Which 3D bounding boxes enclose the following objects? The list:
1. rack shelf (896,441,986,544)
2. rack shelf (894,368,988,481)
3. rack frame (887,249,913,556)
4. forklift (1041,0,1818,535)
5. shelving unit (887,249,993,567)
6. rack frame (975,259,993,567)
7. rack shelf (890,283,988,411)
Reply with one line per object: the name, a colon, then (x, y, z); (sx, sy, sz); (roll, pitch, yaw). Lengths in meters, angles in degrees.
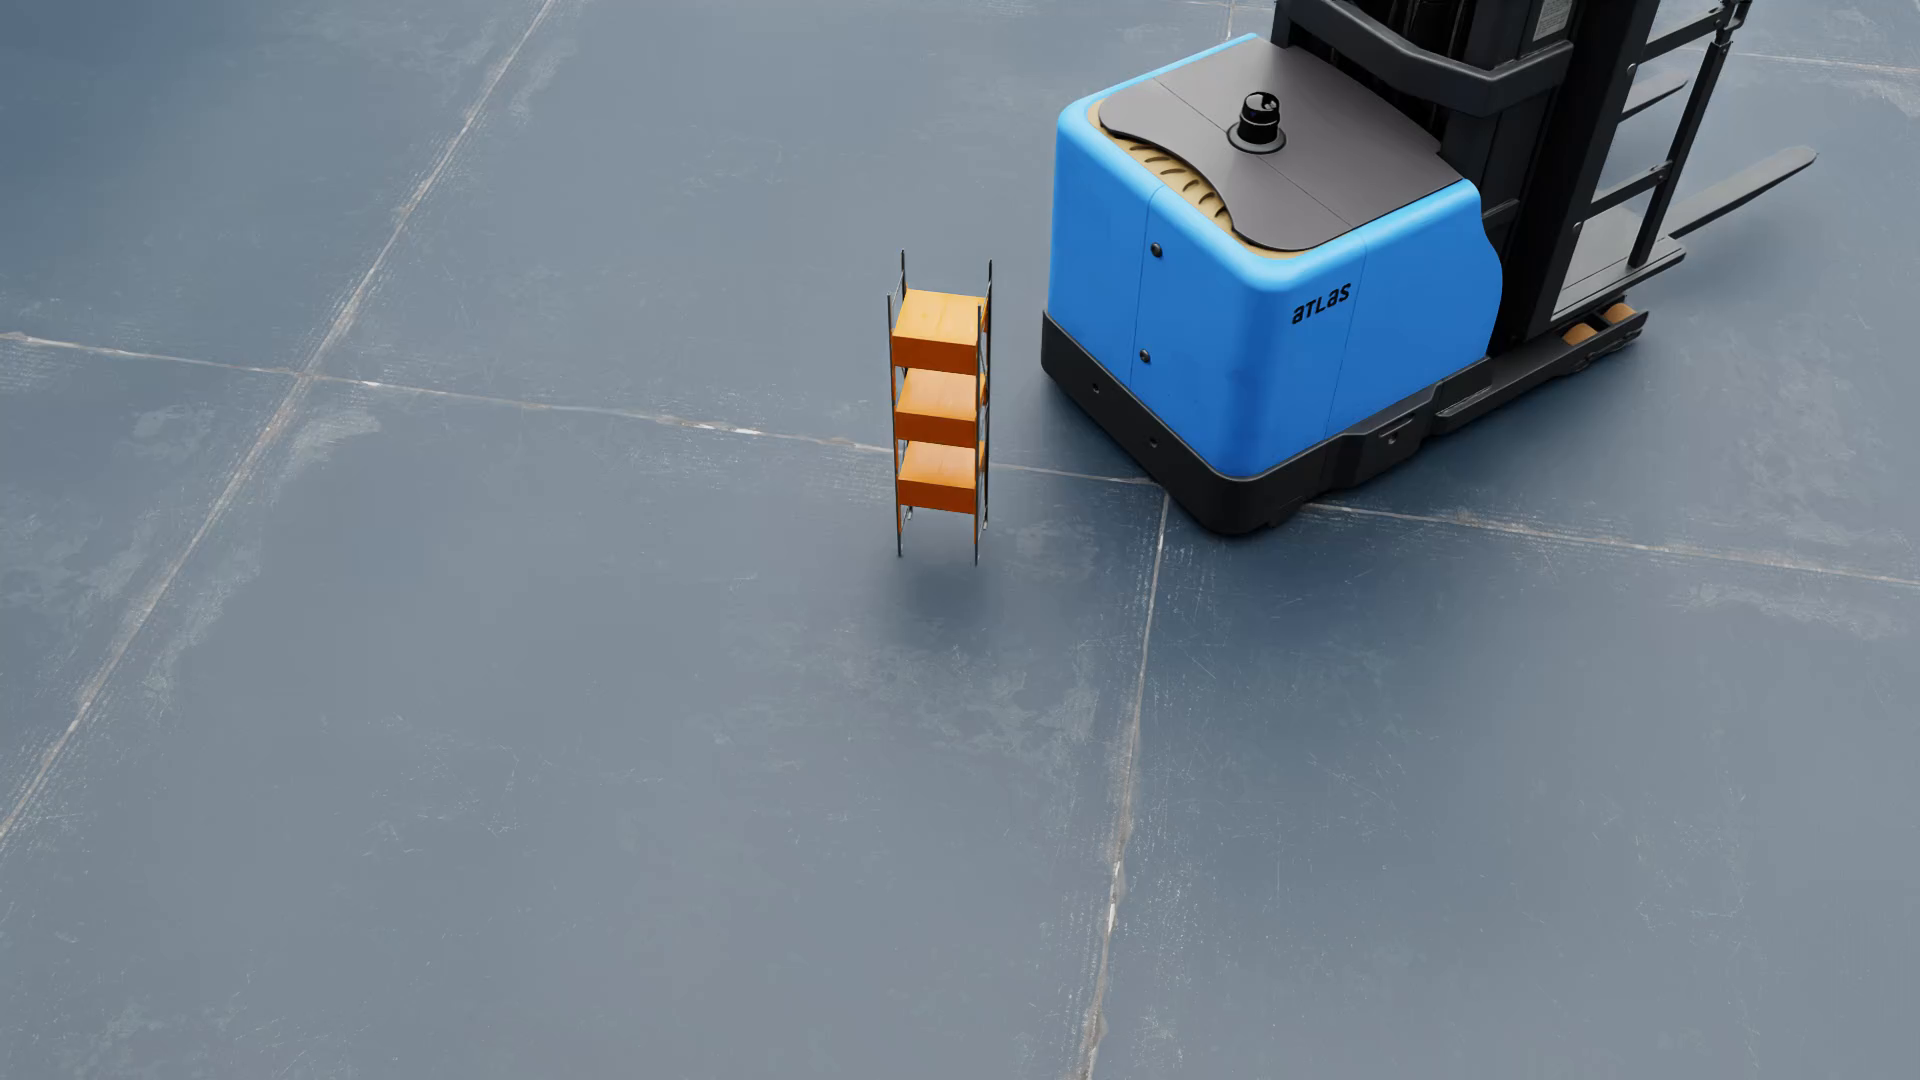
rack shelf: (-0.053, -0.165, 5.080); (0.240, 0.259, 0.215); (8, 49, 7)
rack shelf: (-0.053, -0.351, 4.874); (0.240, 0.259, 0.215); (8, 49, 7)
rack frame: (-0.173, -0.374, 4.880); (0.008, 1.050, 0.200); (8, 49, 7)
forklift: (1.786, -1.866, 4.956); (3.031, 2.935, 1.130); (-26, 53, -22)
shelving unit: (-0.053, -0.358, 4.866); (0.252, 1.050, 0.215); (8, 49, 7)
rack frame: (0.067, -0.342, 4.851); (0.008, 1.050, 0.200); (8, 49, 7)
rack shelf: (-0.053, -0.541, 4.663); (0.240, 0.259, 0.215); (8, 49, 7)
